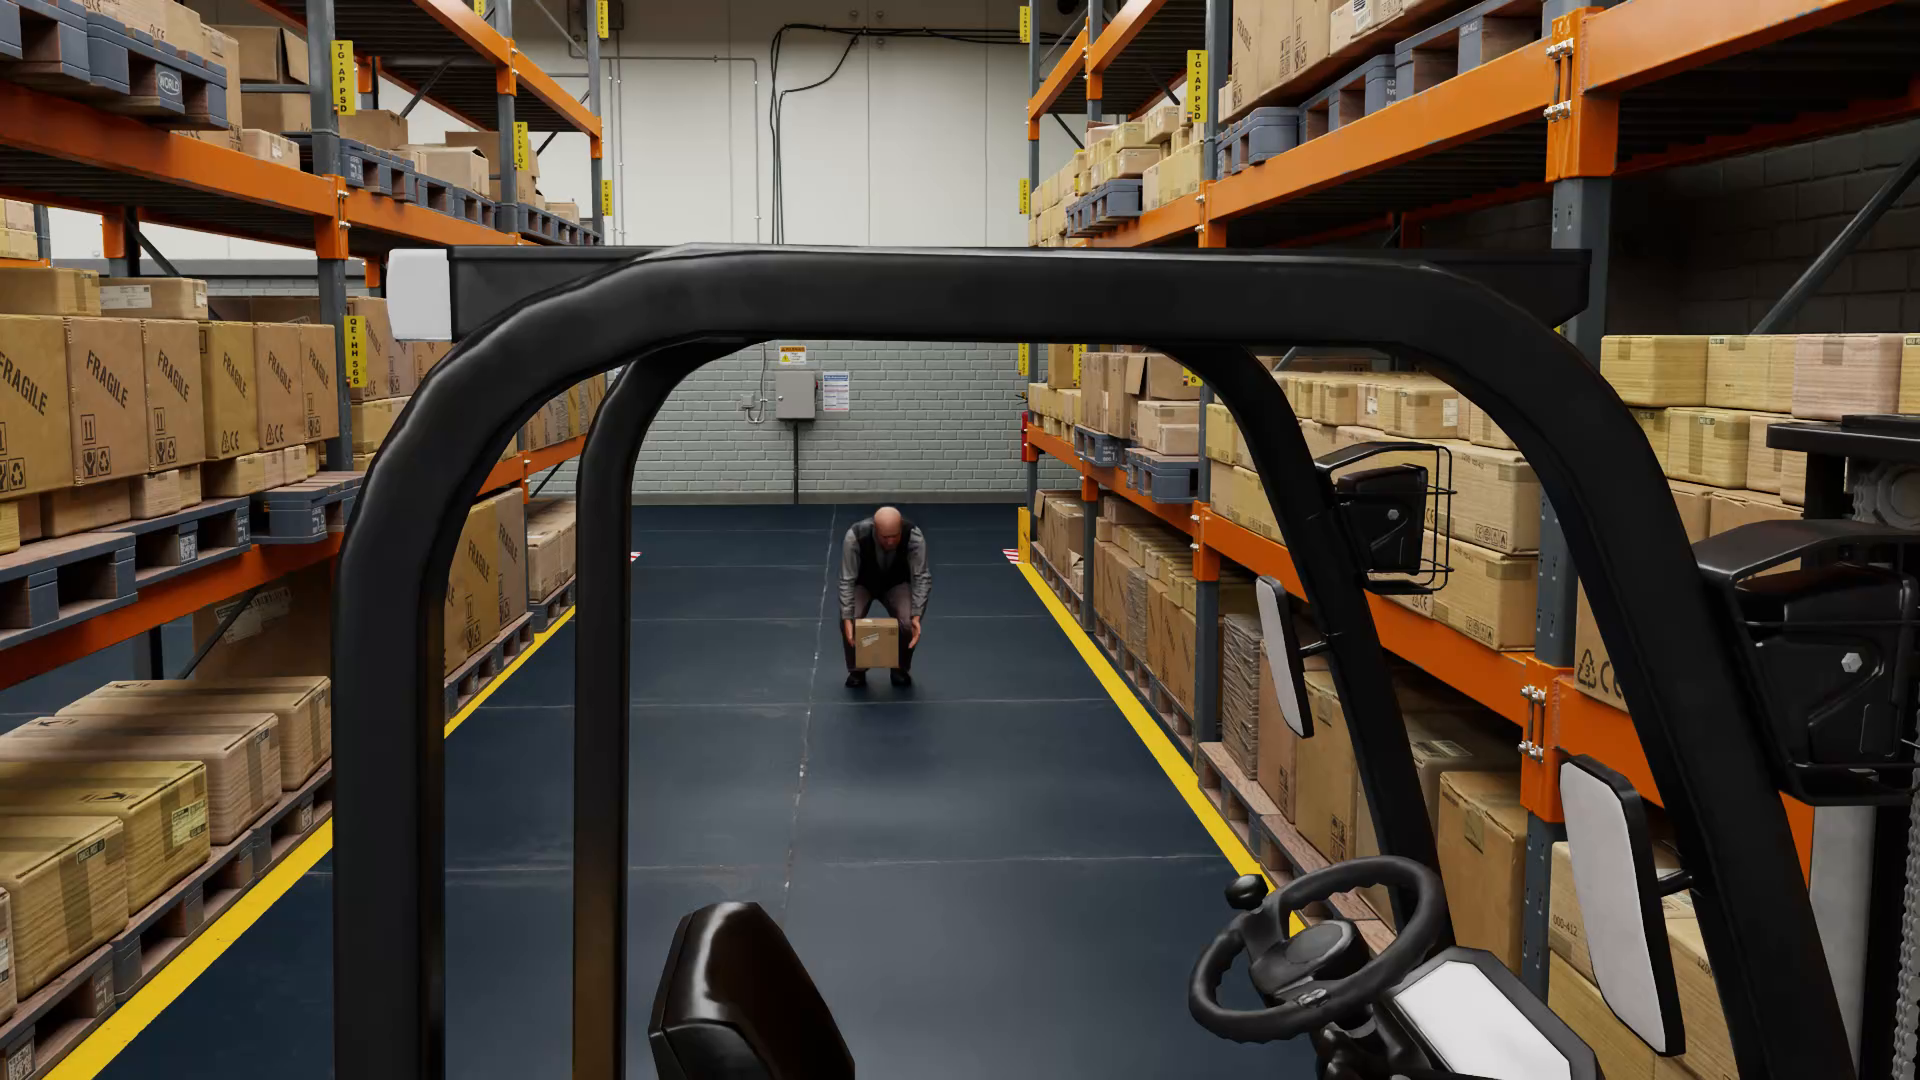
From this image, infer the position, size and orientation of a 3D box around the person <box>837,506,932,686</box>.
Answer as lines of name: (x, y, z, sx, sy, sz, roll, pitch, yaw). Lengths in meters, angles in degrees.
person: (-0.463, 0.332, 10.126, 0.566, 1.119, 0.819, 0, 7, -4)
